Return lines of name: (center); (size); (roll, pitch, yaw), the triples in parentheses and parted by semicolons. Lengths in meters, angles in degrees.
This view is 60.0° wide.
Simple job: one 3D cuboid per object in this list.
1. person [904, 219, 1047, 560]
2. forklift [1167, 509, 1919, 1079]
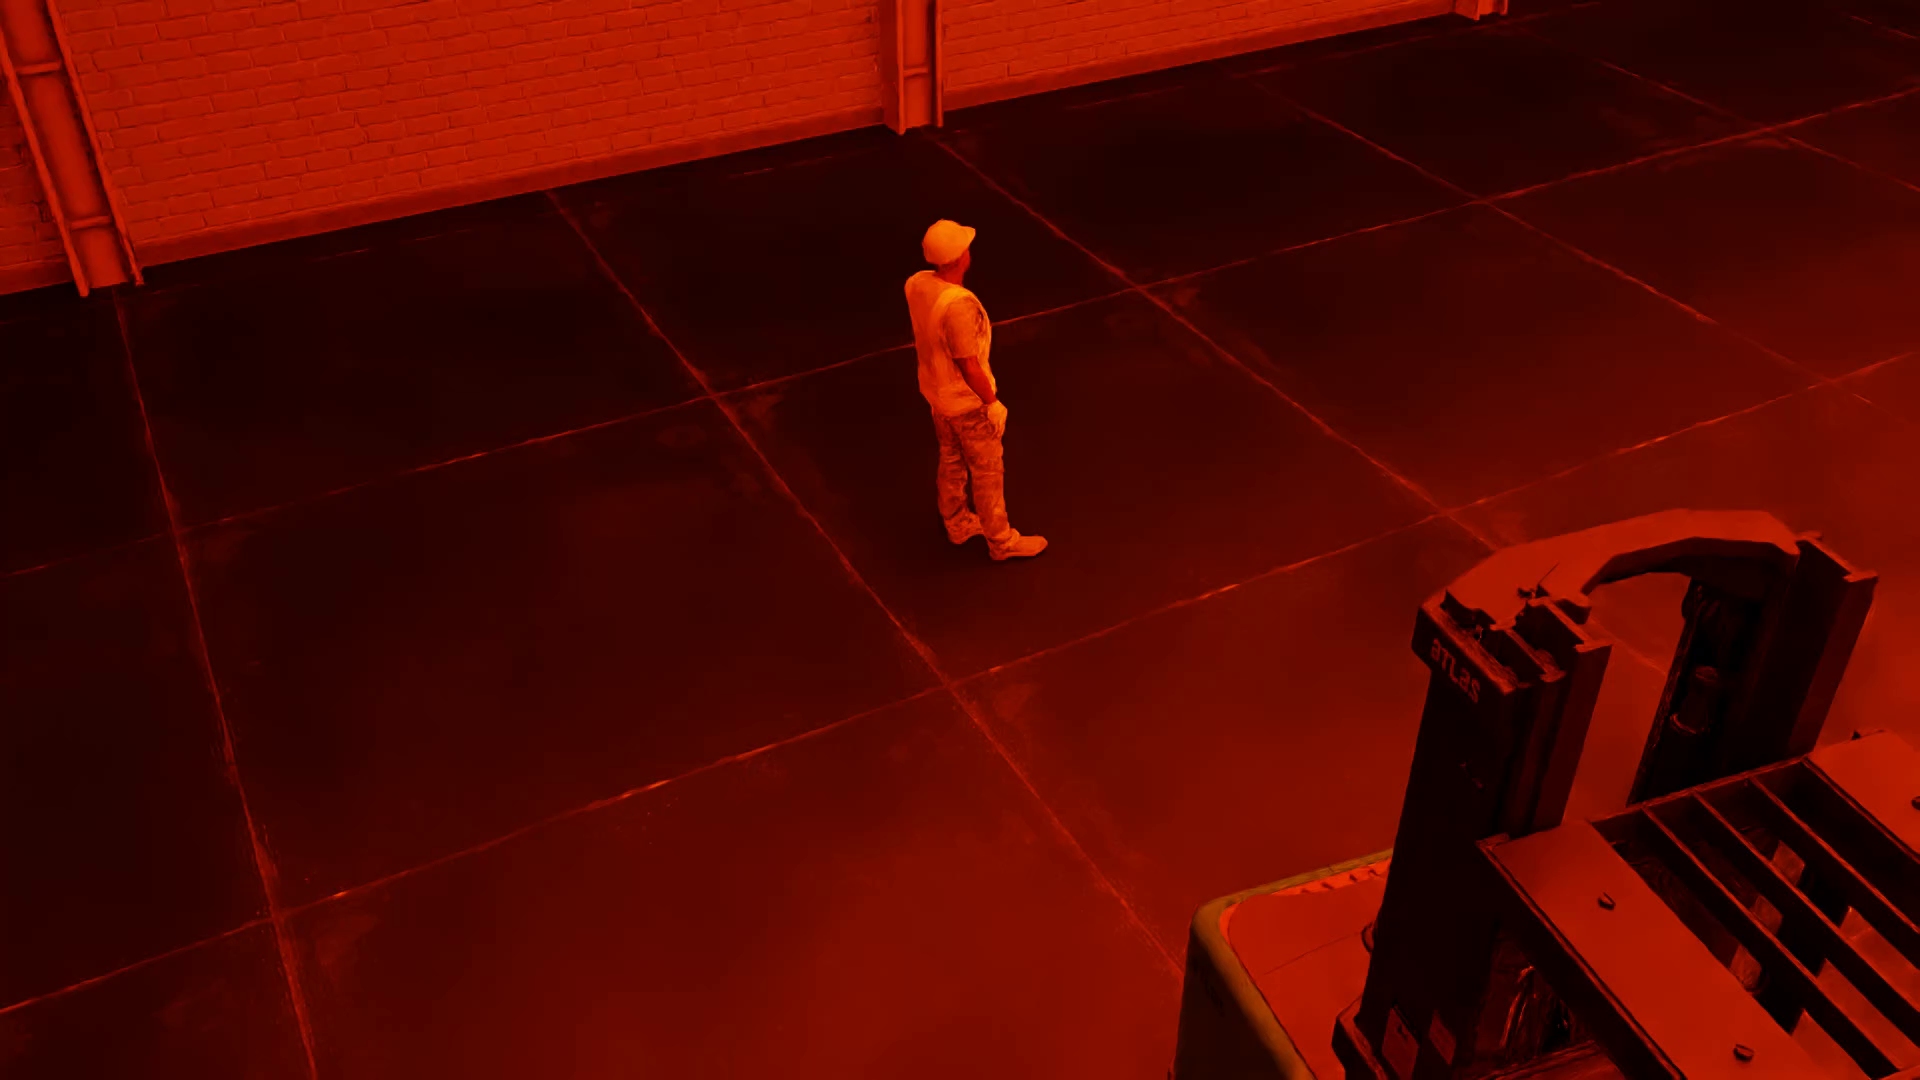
person: (0.067, -0.750, 8.166); (0.576, 1.782, 0.655); (-17, 39, -23)
forklift: (1.685, 1.524, 3.967); (1.130, 2.935, 3.031); (-12, 37, -16)
